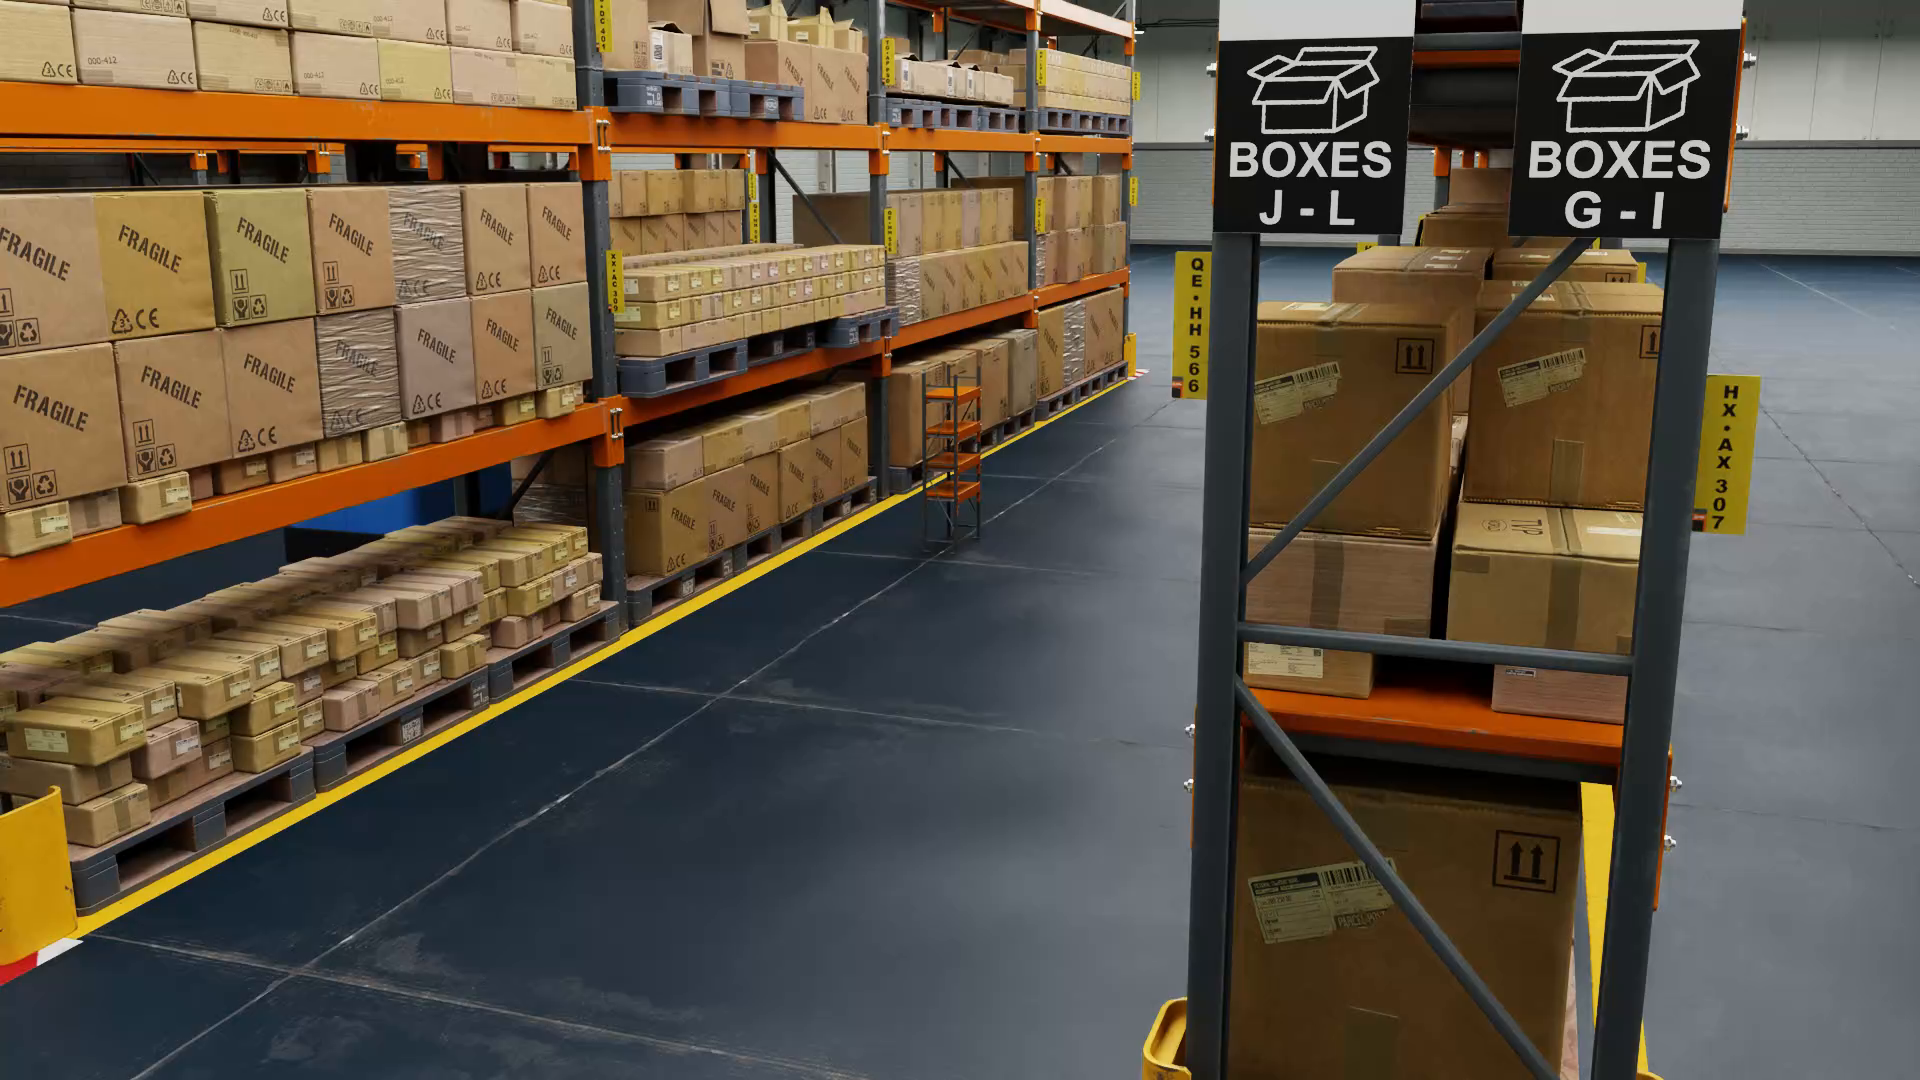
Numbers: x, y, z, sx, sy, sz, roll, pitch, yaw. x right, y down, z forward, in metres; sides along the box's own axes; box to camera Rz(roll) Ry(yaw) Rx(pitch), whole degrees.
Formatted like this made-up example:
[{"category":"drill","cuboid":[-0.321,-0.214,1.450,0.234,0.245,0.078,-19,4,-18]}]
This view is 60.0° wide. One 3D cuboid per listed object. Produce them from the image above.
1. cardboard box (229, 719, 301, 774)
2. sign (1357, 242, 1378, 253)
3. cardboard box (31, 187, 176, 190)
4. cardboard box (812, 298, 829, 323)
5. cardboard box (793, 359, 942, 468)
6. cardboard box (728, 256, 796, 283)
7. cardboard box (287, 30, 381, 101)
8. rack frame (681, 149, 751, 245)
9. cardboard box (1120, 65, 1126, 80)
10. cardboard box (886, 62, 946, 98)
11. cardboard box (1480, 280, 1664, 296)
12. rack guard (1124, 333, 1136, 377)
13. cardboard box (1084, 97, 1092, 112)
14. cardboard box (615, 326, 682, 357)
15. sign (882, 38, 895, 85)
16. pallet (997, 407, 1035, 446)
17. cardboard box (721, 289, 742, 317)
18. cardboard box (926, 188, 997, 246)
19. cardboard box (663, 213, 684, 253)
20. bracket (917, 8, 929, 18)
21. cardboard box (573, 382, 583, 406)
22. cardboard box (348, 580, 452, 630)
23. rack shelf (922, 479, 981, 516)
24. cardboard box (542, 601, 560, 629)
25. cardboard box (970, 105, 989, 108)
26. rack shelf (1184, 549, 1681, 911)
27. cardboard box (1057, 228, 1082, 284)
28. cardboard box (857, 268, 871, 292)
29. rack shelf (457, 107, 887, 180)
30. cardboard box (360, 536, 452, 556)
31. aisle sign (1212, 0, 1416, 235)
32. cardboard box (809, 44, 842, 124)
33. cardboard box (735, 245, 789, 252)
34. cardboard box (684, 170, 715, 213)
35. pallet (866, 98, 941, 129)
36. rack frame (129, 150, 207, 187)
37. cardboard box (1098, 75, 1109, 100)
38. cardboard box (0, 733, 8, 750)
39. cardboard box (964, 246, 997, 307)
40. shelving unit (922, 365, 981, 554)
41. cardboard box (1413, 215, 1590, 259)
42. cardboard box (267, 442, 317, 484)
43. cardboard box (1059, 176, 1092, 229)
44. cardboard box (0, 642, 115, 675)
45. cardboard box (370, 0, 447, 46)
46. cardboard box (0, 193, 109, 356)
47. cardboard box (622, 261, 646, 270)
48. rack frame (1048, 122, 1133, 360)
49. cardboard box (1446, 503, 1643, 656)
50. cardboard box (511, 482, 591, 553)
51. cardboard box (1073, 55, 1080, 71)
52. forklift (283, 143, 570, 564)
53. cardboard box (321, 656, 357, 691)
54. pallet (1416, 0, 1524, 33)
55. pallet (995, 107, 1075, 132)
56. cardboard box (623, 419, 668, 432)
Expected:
[{"category":"cardboard box","cuboid":[-2.887,0.807,6.676,0.380,0.149,0.250,5,14,19]},{"category":"sign","cuboid":[1.811,-1.158,7.398,0.100,0.325,0.005,4,14,18]},{"category":"cardboard box","cuboid":[-3.391,-1.144,6.619,0.500,0.500,0.500,5,14,21]},{"category":"cardboard box","cuboid":[-1.098,-1.546,11.141,0.380,0.149,0.250,4,13,16]},{"category":"cardboard box","cuboid":[-0.757,-1.046,13.440,1.050,0.750,0.750,4,14,18]},{"category":"cardboard box","cuboid":[-1.269,-1.725,10.590,0.380,0.149,0.250,5,14,20]},{"category":"cardboard box","cuboid":[-2.734,-1.925,6.776,0.500,0.250,0.500,4,14,18]},{"category":"rack frame","cuboid":[-3.167,-3.836,21.552,1.000,3.000,0.127,4,14,18]},{"category":"cardboard box","cuboid":[1.680,-5.335,18.983,0.380,0.149,0.250,4,14,19]},{"category":"cardboard box","cuboid":[-0.434,-3.701,13.389,0.500,0.250,0.500,5,14,20]},{"category":"cardboard box","cuboid":[1.768,-0.487,4.865,0.500,0.500,0.500,4,13,17]},{"category":"rack guard","cuboid":[1.557,-2.287,20.384,1.175,0.500,0.348,4,14,18]},{"category":"cardboard box","cuboid":[1.187,-4.624,17.661,0.380,0.149,0.250,5,14,19]},{"category":"cardboard box","cuboid":[-1.770,-1.106,9.213,0.380,0.149,0.250,4,13,16]},{"category":"sign","cuboid":[-0.526,-3.491,12.139,0.100,0.325,0.005,4,14,18]},{"category":"pallet","cuboid":[0.077,-1.131,15.968,1.003,0.211,1.213,4,14,18]},{"category":"cardboard box","cuboid":[-1.522,-1.415,9.898,0.380,0.149,0.250,4,13,16]},{"category":"cardboard box","cuboid":[-0.064,-2.981,15.336,0.700,0.500,0.500,4,13,17]},{"category":"cardboard box","cuboid":[-3.595,-3.580,19.537,0.500,0.500,0.500,5,14,19]},{"category":"bracket","cuboid":[-0.976,-13.730,43.333,0.235,0.232,0.430,4,14,18]},{"category":"cardboard box","cuboid":[-2.204,-0.774,8.704,0.380,0.149,0.250,4,14,18]},{"category":"cardboard box","cuboid":[-2.554,0.295,7.581,0.380,0.149,0.250,4,13,16]},{"category":"rack shelf","cuboid":[-0.054,-0.291,11.261,0.258,0.148,0.480,4,14,18]},{"category":"cardboard box","cuboid":[-2.301,0.367,8.601,0.380,0.149,0.250,5,14,20]},{"category":"cardboard box","cuboid":[0.071,-4.351,16.467,0.380,0.149,0.250,4,14,18]},{"category":"rack shelf","cuboid":[1.680,0.176,5.591,1.077,0.370,4.000,4,14,18]},{"category":"cardboard box","cuboid":[0.806,-3.033,17.696,0.875,0.550,0.550,4,14,18]},{"category":"cardboard box","cuboid":[-0.853,-1.850,11.805,0.380,0.149,0.250,5,14,21]},{"category":"rack shelf","cuboid":[-1.686,-2.507,10.605,1.077,0.370,4.000,4,14,18]},{"category":"cardboard box","cuboid":[-2.821,0.089,8.481,0.380,0.149,0.250,4,14,18]},{"category":"aisle sign","cuboid":[0.726,-1.027,3.405,0.394,0.787,0.004,4,14,18]},{"category":"cardboard box","cuboid":[-1.133,-3.082,11.286,0.500,0.500,0.500,4,14,18]},{"category":"cardboard box","cuboid":[-1.456,-2.048,12.004,0.380,0.149,0.250,4,13,17]},{"category":"cardboard box","cuboid":[-3.364,-4.173,19.888,0.700,0.500,0.500,4,14,18]},{"category":"pallet","cuboid":[-0.881,-3.326,13.001,1.213,0.211,1.003,5,14,21]},{"category":"rack frame","cuboid":[-9.159,-3.350,19.424,1.000,3.000,0.127,4,14,18]},{"category":"cardboard box","cuboid":[1.330,-4.954,18.212,0.500,0.250,0.500,4,14,18]},{"category":"cardboard box","cuboid":[-3.727,0.777,6.138,0.380,0.149,0.250,4,13,17]},{"category":"cardboard box","cuboid":[0.013,-2.365,14.884,0.500,0.500,0.500,5,14,19]},{"category":"shelving unit","cuboid":[-0.054,-0.550,11.202,0.258,1.200,0.503,4,14,18]},{"category":"cardboard box","cuboid":[2.526,-1.268,7.825,0.797,0.503,0.637,4,13,17]},{"category":"cardboard box","cuboid":[-2.860,-0.333,6.770,0.380,0.149,0.250,4,13,17]},{"category":"cardboard box","cuboid":[0.944,-3.673,18.076,0.875,0.550,0.500,4,14,18]},{"category":"cardboard box","cuboid":[-3.597,0.521,6.589,0.380,0.149,0.250,4,13,17]},{"category":"cardboard box","cuboid":[-2.585,-2.273,7.176,0.500,0.250,0.500,5,14,21]},{"category":"cardboard box","cuboid":[-3.231,-0.888,5.498,0.500,0.500,0.500,4,14,18]},{"category":"cardboard box","cuboid":[-2.132,-1.611,10.088,0.380,0.149,0.250,4,14,18]},{"category":"rack frame","cuboid":[1.550,-3.500,20.083,1.000,3.000,0.127,4,14,18]},{"category":"cardboard box","cuboid":[1.444,0.093,4.007,0.500,0.250,0.500,4,13,17]},{"category":"cardboard box","cuboid":[-2.332,-0.134,10.007,0.500,0.500,0.500,4,13,17]},{"category":"cardboard box","cuboid":[1.023,-4.907,17.111,0.380,0.149,0.250,5,14,19]},{"category":"forklift","cuboid":[-3.336,-1.494,11.445,1.130,2.935,3.031,4,13,17]},{"category":"cardboard box","cuboid":[-2.847,0.536,7.192,0.380,0.149,0.250,5,14,21]},{"category":"pallet","cuboid":[1.263,-1.329,4.029,1.003,0.211,1.213,4,14,18]},{"category":"pallet","cuboid":[0.530,-4.249,16.821,1.003,0.211,1.213,4,14,18]},{"category":"cardboard box","cuboid":[-2.152,-0.608,10.398,0.500,0.250,0.500,5,14,21]}]
